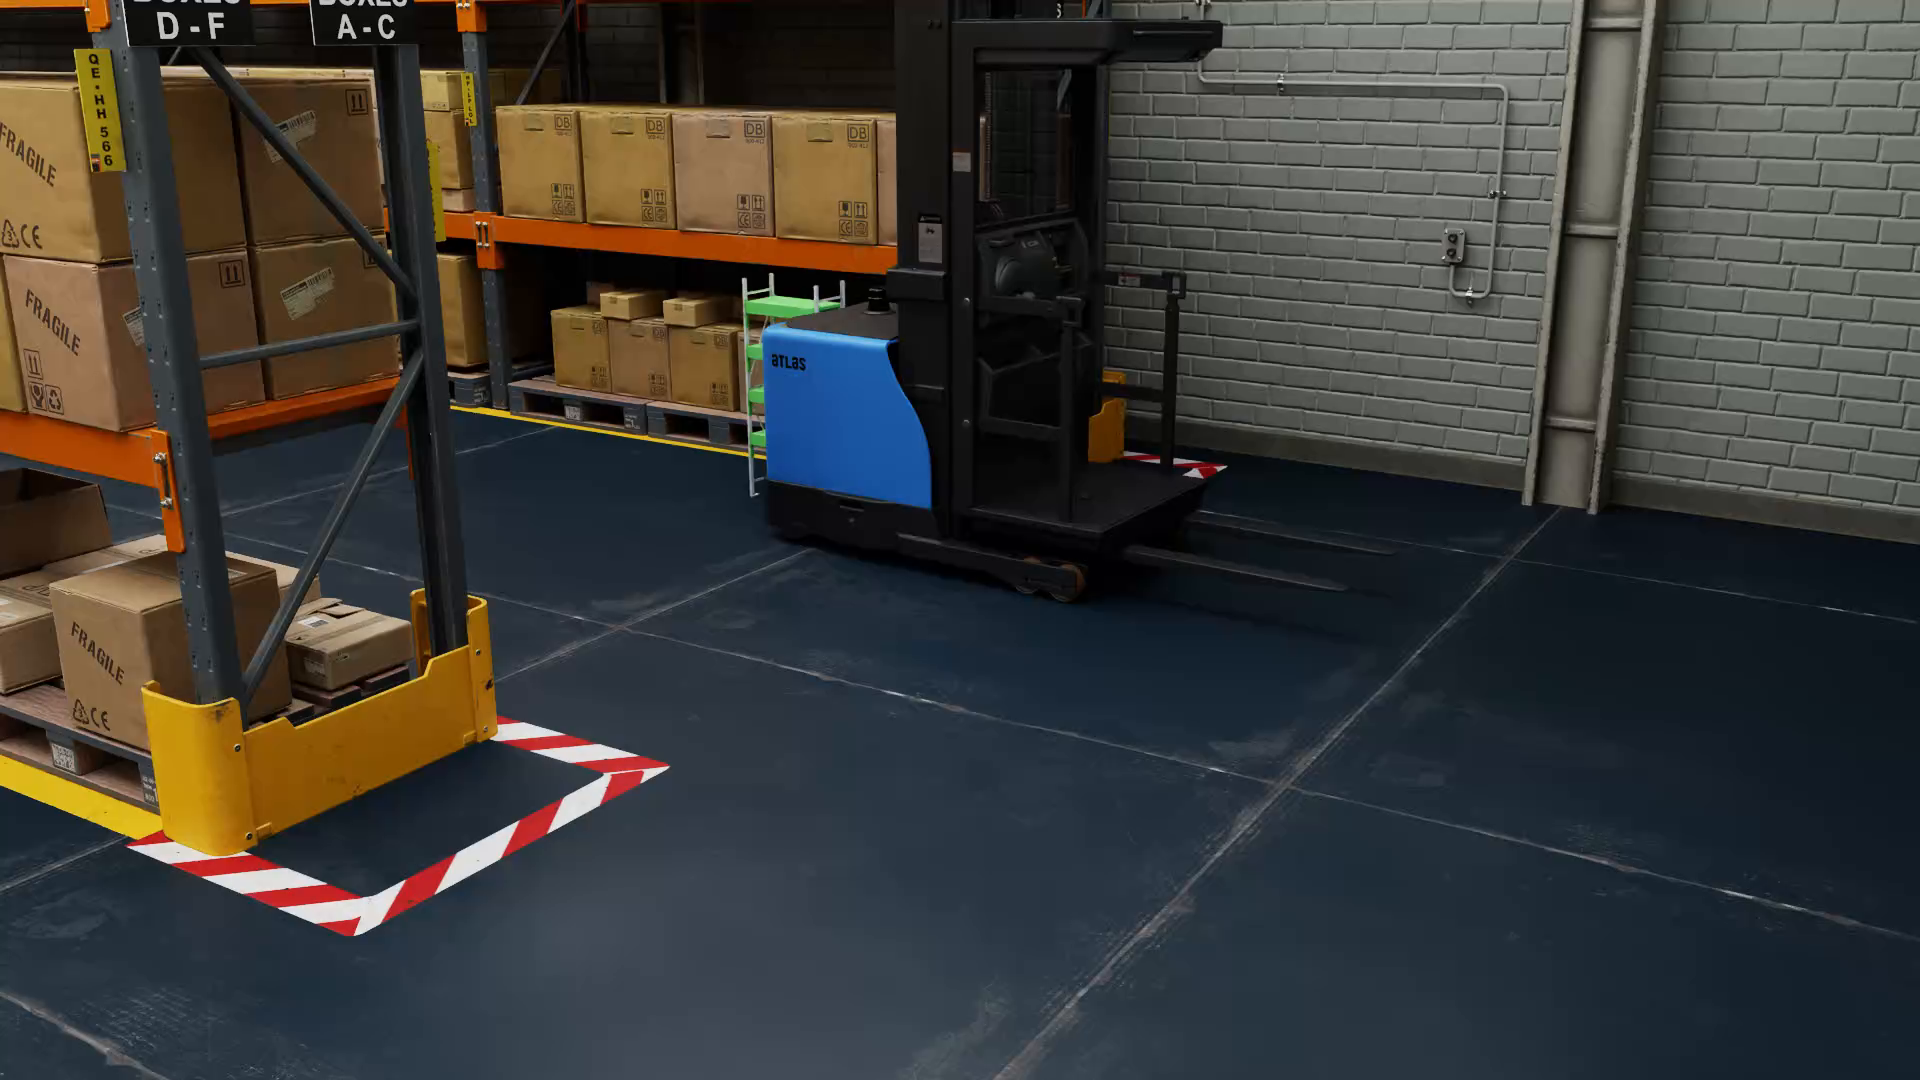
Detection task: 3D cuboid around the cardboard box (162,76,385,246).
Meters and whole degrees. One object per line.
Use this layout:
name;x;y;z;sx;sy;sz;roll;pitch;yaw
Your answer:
cardboard box;-2.289;-1.265;5.494;0.500;0.500;0.500;11;20;32

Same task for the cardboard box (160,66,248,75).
cardboard box;-5.566;-3.395;12.388;0.500;0.250;0.500;10;19;29

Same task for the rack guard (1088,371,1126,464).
rack guard;0.561;-0.634;9.609;0.348;0.500;1.175;10;20;30

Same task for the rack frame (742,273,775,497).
rack frame;-1.083;-0.842;9.087;0.015;1.200;0.240;11;20;33

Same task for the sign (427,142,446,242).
sign;-1.765;-1.155;5.533;0.005;0.325;0.100;10;20;30

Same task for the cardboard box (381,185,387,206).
cardboard box;-3.985;-2.422;11.590;0.250;0.149;0.380;10;20;30

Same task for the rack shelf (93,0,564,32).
rack shelf;-4.572;-3.837;11.930;4.000;0.370;1.077;10;20;30

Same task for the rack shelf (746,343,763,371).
rack shelf;-0.881;-0.970;8.905;0.480;0.148;0.258;11;20;33

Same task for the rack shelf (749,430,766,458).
rack shelf;-0.881;-0.511;9.044;0.480;0.148;0.258;11;20;33

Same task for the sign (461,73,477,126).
sign;-3.144;-2.822;10.656;0.005;0.325;0.100;10;20;30

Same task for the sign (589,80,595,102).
sign;-2.579;-3.032;11.576;0.005;0.325;0.100;10;20;30

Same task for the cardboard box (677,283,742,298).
cardboard box;-1.629;-1.570;10.851;0.250;0.149;0.380;9;19;28

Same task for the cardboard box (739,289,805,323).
cardboard box;-1.194;-1.492;10.595;0.250;0.149;0.380;10;19;29

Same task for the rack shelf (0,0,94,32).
rack shelf;-7.981;-4.446;13.933;4.000;0.370;1.077;10;20;30

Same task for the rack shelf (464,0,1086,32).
rack shelf;-1.164;-3.229;9.927;4.000;0.370;1.077;10;20;30

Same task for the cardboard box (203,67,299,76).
cardboard box;-5.138;-3.320;12.140;0.500;0.250;0.500;10;20;30

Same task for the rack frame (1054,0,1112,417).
rack frame;0.541;-1.834;9.257;0.127;3.000;1.000;10;20;30

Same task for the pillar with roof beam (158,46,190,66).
pillar with roof beam;-9.184;-5.267;10.237;0.400;9.000;9.100;10;20;30

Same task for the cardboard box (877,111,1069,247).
cardboard box;0.101;-2.052;9.461;0.700;0.700;0.980;11;20;33

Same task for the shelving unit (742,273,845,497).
shelving unit;-0.881;-0.802;8.956;0.503;1.200;0.258;11;20;33

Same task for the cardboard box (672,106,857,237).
cardboard box;-1.170;-2.279;10.205;0.700;0.700;0.980;9;19;27

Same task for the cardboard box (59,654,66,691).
cardboard box;-2.939;0.433;5.912;0.250;0.166;0.380;10;20;30

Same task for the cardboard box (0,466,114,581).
cardboard box;-3.854;0.054;6.582;0.637;0.503;0.797;10;20;30

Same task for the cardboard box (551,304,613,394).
cardboard box;-2.284;-1.308;11.104;0.500;0.500;0.700;10;20;31

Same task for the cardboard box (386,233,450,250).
cardboard box;-4.249;-1.816;12.174;0.750;0.750;0.750;11;20;32

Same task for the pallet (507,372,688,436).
pallet;-2.261;-0.973;11.221;1.213;0.211;1.003;10;20;30

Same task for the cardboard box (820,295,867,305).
cardboard box;-0.759;-1.415;10.340;0.250;0.149;0.380;10;20;31

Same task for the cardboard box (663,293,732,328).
cardboard box;-1.643;-1.442;10.429;0.250;0.149;0.380;9;19;28

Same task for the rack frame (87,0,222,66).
rack frame;-6.276;-3.051;13.263;0.127;3.000;1.000;10;20;30

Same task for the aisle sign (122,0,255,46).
aisle sign;-2.151;-1.764;4.555;0.004;0.787;0.394;10;20;30

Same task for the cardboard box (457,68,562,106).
cardboard box;-3.124;-3.135;11.533;0.500;0.250;0.500;11;20;32

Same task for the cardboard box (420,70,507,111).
cardboard box;-3.400;-3.008;11.116;0.500;0.250;0.500;11;20;31

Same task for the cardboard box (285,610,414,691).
cardboard box;-2.226;0.398;6.057;0.250;0.149;0.380;10;20;30

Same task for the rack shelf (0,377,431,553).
rack shelf;-3.753;-0.566;6.323;4.000;0.370;1.077;10;20;30

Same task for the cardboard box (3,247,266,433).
cardboard box;-2.573;-0.655;5.204;0.500;0.500;0.500;11;20;32

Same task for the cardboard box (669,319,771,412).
cardboard box;-1.422;-1.152;10.591;0.500;0.500;0.700;11;20;31

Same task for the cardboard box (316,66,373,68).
cardboard box;-4.445;-3.369;12.302;0.500;0.250;0.500;10;19;29

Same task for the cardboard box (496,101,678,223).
cardboard box;-2.414;-2.499;10.932;0.700;0.700;0.980;10;20;31

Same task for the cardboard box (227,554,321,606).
cardboard box;-2.790;0.270;6.306;0.500;0.250;0.500;10;20;30

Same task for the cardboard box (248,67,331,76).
cardboard box;-4.700;-3.244;11.890;0.500;0.250;0.500;10;19;29

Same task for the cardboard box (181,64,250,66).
cardboard box;-5.754;-3.604;13.078;0.500;0.250;0.500;11;20;32

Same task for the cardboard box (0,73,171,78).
cardboard box;-3.162;-1.420;6.004;0.500;0.500;0.500;10;20;31

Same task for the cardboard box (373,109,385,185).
cardboard box;-3.833;-2.725;11.473;0.500;0.500;0.500;10;20;31

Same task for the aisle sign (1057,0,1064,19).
aisle sign;0.445;-2.992;8.599;0.004;0.787;0.394;10;20;30

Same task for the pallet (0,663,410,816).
pallet;-2.793;0.595;6.058;1.213;0.211;1.003;10;20;30

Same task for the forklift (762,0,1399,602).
forklift;0.522;-1.301;7.622;3.031;2.935;1.130;11;20;32

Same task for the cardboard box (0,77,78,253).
cardboard box;-3.003;-1.209;5.308;0.500;0.500;0.500;11;20;32
